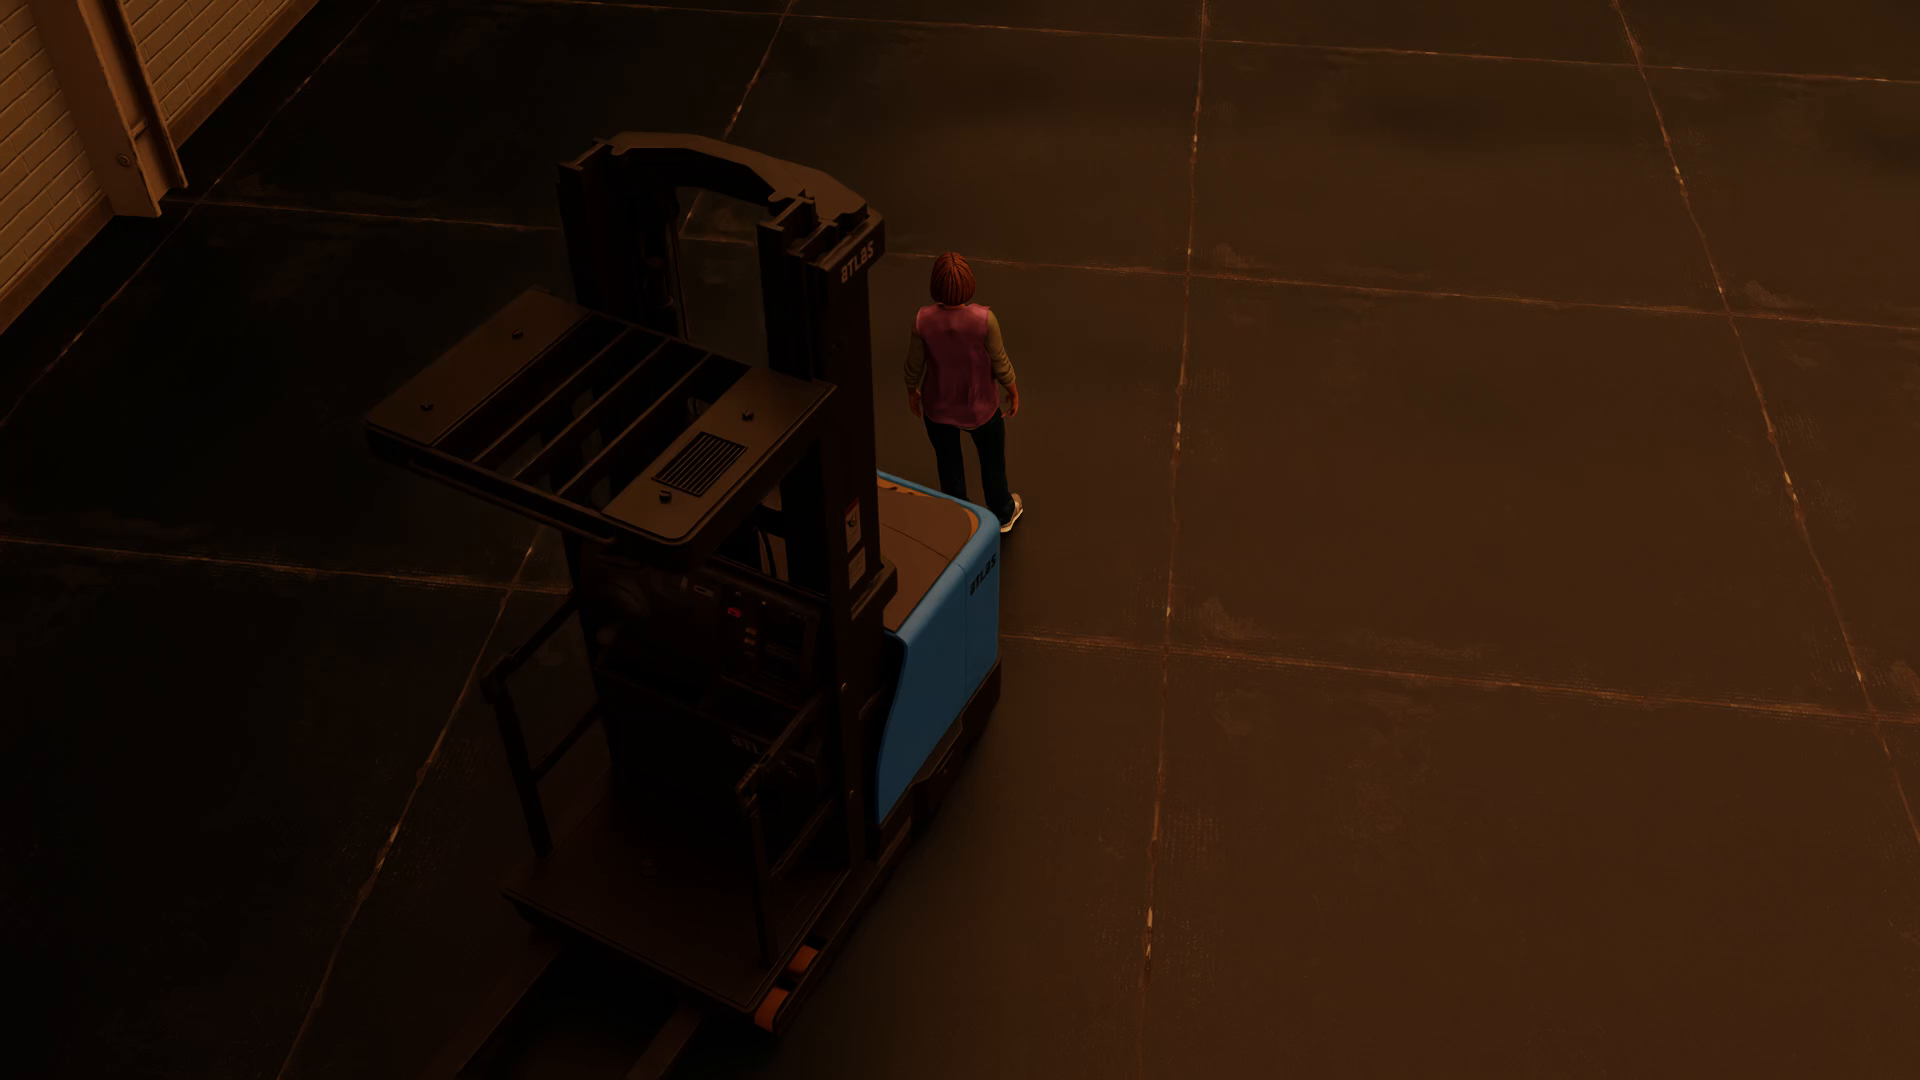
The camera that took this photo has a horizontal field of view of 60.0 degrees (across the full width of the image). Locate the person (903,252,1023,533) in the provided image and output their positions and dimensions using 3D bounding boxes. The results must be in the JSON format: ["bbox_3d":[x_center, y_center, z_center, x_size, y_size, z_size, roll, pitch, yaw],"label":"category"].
[{"bbox_3d":[0.023,-0.641,7.398,0.520,1.596,0.475,5,43,6],"label":"person"}]

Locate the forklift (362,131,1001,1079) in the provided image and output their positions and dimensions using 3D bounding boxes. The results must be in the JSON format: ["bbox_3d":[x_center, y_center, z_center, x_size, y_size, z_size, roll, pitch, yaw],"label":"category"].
[{"bbox_3d":[-0.967,0.331,5.364,1.130,2.935,3.031,20,46,20],"label":"forklift"}]
